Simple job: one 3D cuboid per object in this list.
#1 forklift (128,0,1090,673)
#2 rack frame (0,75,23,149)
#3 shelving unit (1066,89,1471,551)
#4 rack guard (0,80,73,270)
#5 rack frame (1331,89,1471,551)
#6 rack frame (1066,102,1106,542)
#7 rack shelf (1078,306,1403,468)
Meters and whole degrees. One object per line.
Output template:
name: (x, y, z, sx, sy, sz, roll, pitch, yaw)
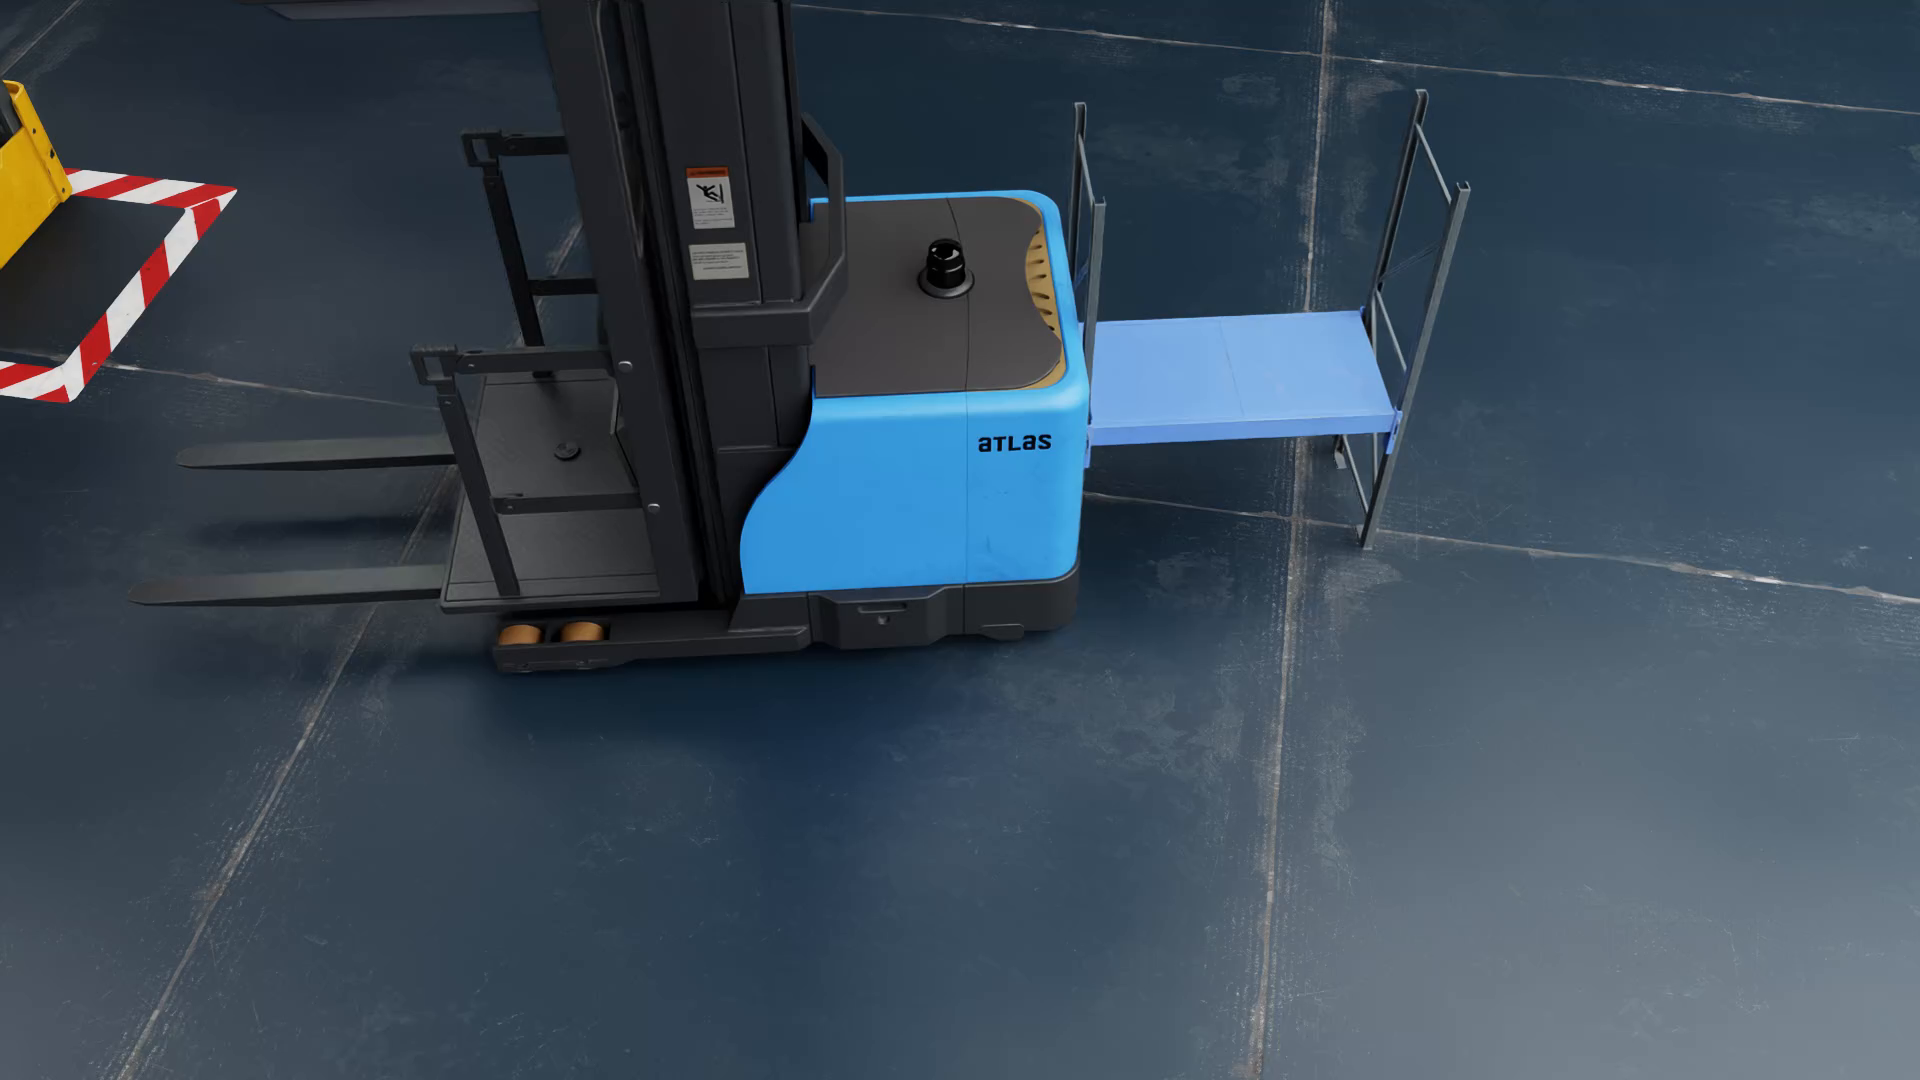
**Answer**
forklift: (-1.156, -0.961, 4.643, 3.031, 2.935, 1.130, -3, 48, -2)
rack frame: (-3.968, -2.105, 5.624, 0.127, 3.000, 1.000, 8, 49, 7)
shelving unit: (0.876, -0.626, 5.305, 1.048, 1.500, 0.538, -3, 48, -2)
rack guard: (-4.043, -1.279, 6.563, 0.348, 0.500, 1.175, 8, 49, 7)
rack frame: (1.383, -0.651, 5.327, 0.032, 1.500, 0.500, -3, 48, -2)
rack frame: (0.368, -0.602, 5.282, 0.032, 1.500, 0.500, -3, 48, -2)
rack shelf: (0.876, -0.506, 5.438, 1.000, 0.185, 0.538, -3, 48, -2)
